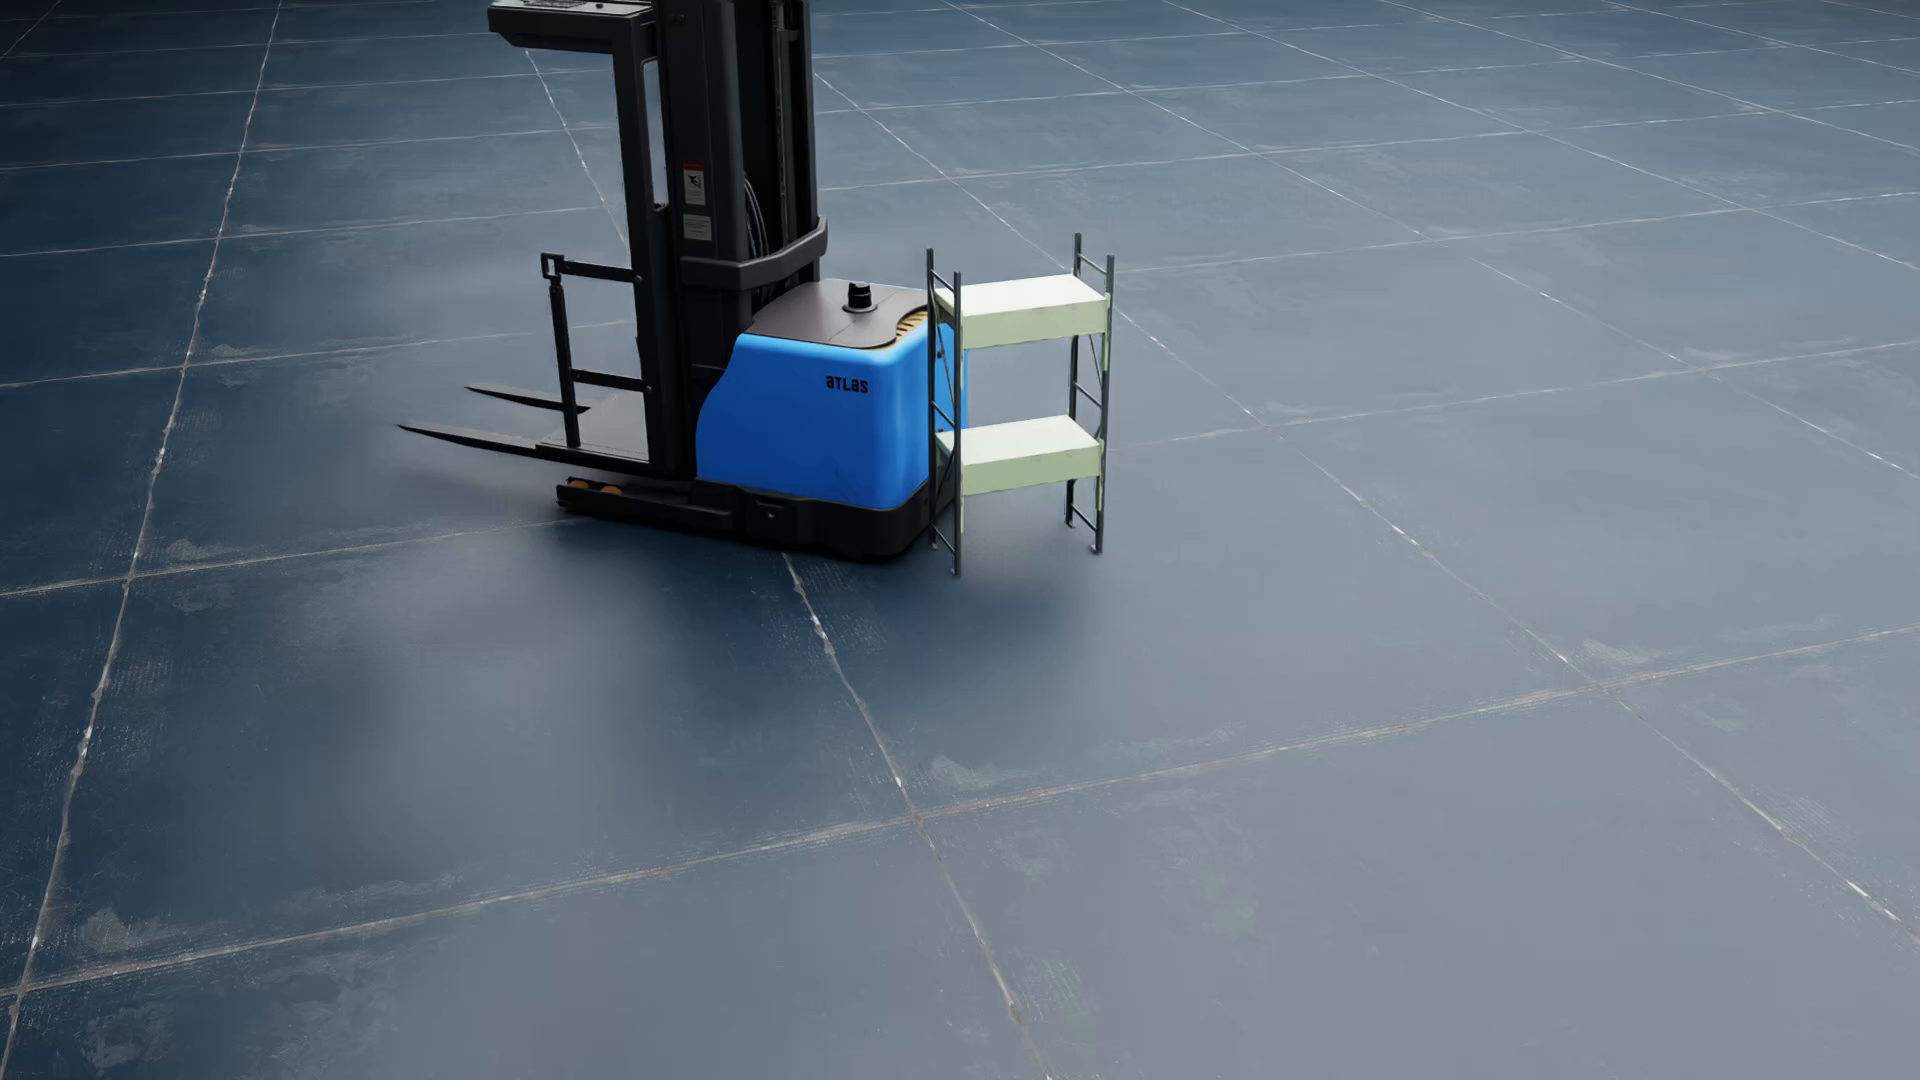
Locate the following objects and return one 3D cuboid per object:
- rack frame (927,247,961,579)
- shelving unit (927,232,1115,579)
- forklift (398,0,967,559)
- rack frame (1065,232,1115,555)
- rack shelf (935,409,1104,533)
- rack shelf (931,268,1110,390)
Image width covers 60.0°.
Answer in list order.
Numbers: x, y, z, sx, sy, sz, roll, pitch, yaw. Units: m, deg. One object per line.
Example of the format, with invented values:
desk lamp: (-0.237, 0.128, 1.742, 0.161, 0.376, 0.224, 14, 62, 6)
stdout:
rack frame: (-0.073, -0.573, 7.718, 0.023, 1.500, 0.400, -9, 28, -18)
shelving unit: (0.271, -0.629, 7.830, 0.755, 1.500, 0.431, -9, 28, -18)
forklift: (-1.519, -1.625, 8.226, 3.031, 2.935, 1.130, 10, 28, 19)
rack frame: (0.614, -0.685, 7.942, 0.023, 1.500, 0.400, -9, 28, -18)
rack shelf: (0.271, -0.337, 7.975, 0.720, 0.370, 0.431, -9, 28, -18)
rack shelf: (0.271, -0.978, 7.656, 0.720, 0.370, 0.431, -9, 28, -18)
